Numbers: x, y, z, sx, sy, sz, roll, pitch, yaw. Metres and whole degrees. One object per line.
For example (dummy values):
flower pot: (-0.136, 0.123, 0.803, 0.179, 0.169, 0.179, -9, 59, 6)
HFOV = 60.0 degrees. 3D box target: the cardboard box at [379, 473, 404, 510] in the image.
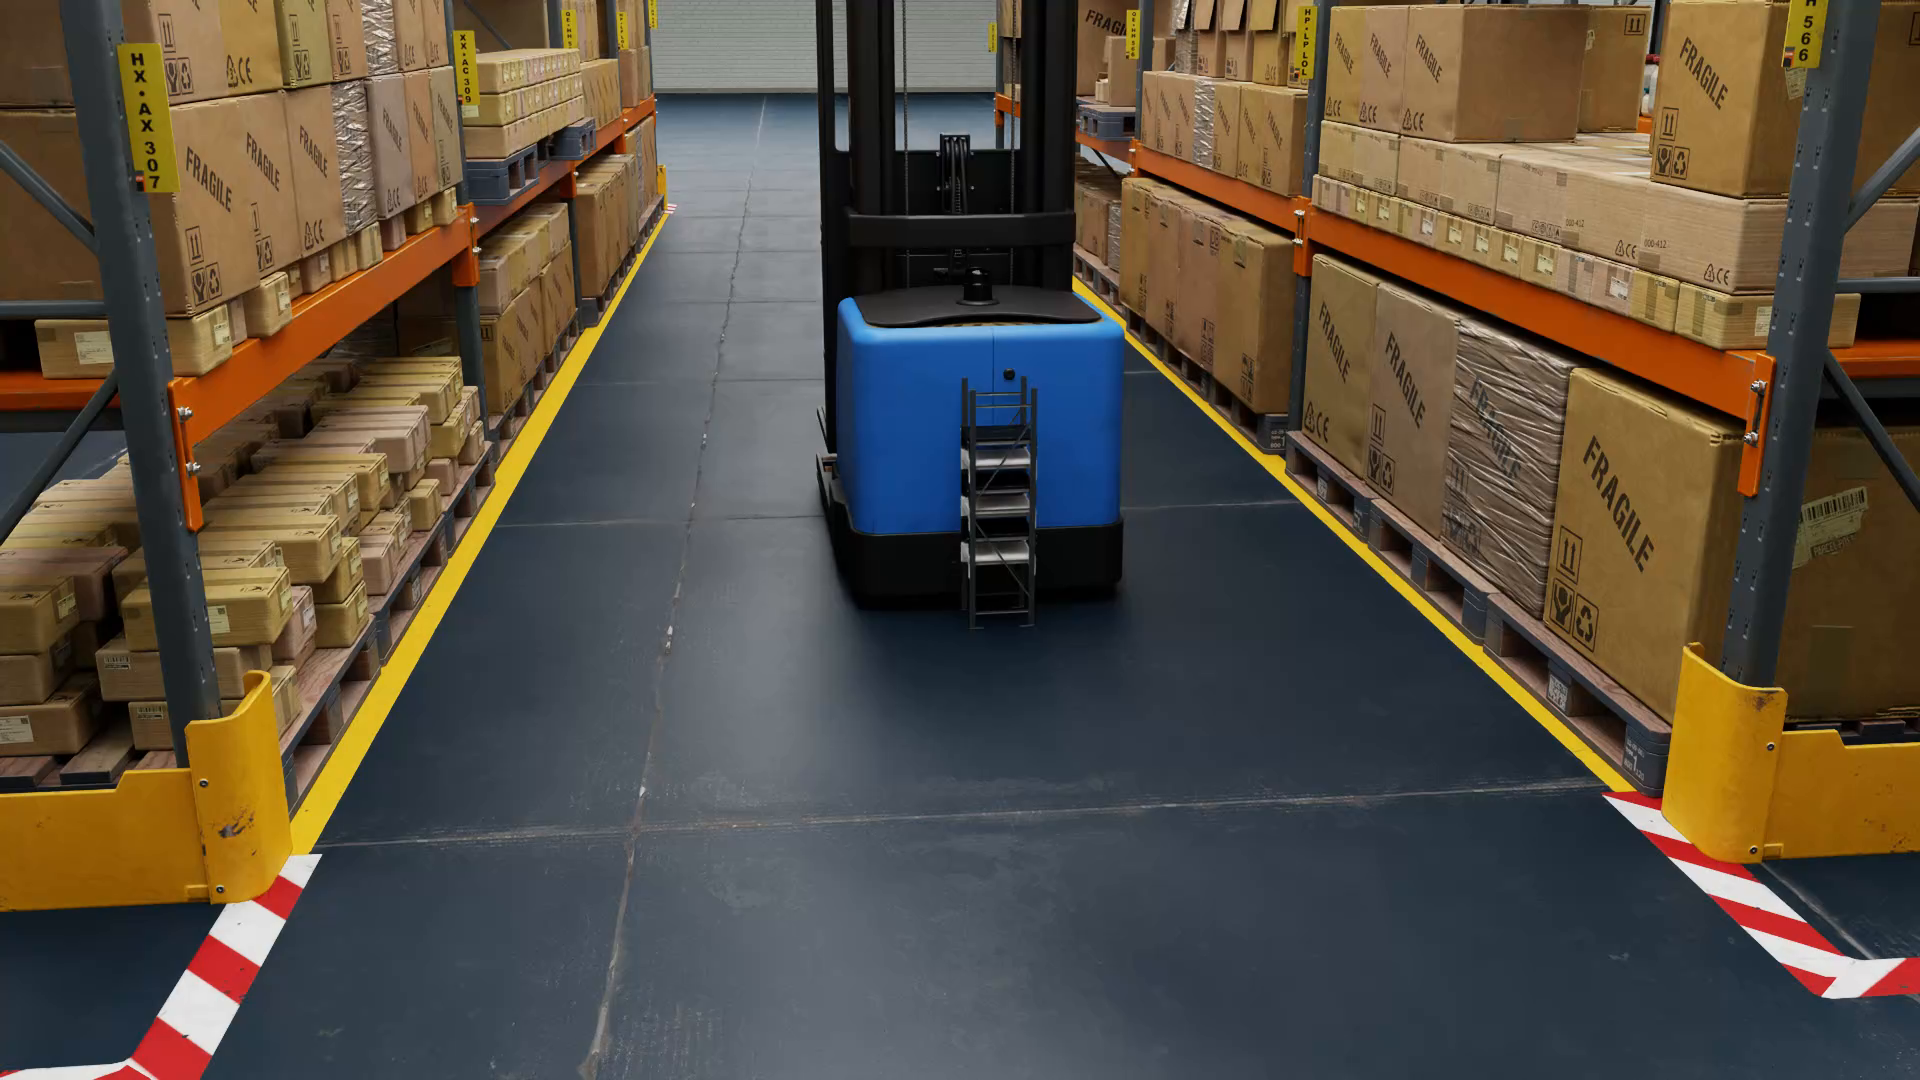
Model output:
cardboard box: (-2.368, -0.216, 6.419, 0.380, 0.149, 0.250, -3, 18, -8)

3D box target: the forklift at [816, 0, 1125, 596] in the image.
forklift: (-0.088, -1.585, 7.334, 1.130, 2.935, 3.031, -2, 18, -8)

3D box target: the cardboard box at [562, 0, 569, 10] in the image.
cardboard box: (-3.341, -3.865, 12.644, 0.700, 0.500, 0.500, -2, 18, -6)

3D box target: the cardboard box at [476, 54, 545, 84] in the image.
cardboard box: (-2.501, -2.592, 9.151, 0.380, 0.149, 0.250, -1, 17, -4)

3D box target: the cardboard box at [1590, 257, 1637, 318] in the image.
cardboard box: (2.155, -0.771, 5.045, 0.380, 0.149, 0.250, -2, 18, -6)

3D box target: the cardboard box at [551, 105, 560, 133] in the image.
cardboard box: (-2.561, -2.468, 9.750, 0.380, 0.149, 0.250, -1, 17, -4)

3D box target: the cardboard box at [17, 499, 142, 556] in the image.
cardboard box: (-2.763, -0.022, 5.305, 0.380, 0.149, 0.250, -2, 18, -8)

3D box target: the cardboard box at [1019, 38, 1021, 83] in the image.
cardboard box: (1.123, -5.289, 18.353, 0.875, 0.500, 0.500, -2, 18, -6)

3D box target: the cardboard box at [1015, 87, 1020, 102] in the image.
cardboard box: (0.773, -4.747, 17.710, 0.380, 0.149, 0.250, -2, 18, -6)

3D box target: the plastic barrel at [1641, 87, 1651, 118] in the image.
plastic barrel: (6.245, -3.906, 14.841, 0.301, 0.262, 0.301, 0, 17, 0)

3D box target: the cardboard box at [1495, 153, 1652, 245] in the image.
cardboard box: (2.154, -1.152, 5.592, 0.500, 0.250, 0.500, -2, 18, -8)

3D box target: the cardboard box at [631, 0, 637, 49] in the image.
cardboard box: (-3.767, -5.275, 16.919, 0.875, 0.550, 0.500, -2, 18, -6)

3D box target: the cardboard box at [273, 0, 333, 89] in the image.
cardboard box: (-2.243, -1.634, 5.040, 0.500, 0.500, 0.500, -2, 18, -7)

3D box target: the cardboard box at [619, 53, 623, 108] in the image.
cardboard box: (-3.738, -4.439, 16.058, 0.875, 0.550, 0.550, -2, 18, -6)

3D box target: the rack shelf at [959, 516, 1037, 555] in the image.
rack shelf: (0.140, -0.017, 6.141, 0.258, 0.077, 0.200, -2, 18, -8)

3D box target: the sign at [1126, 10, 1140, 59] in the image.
sign: (1.209, -3.521, 11.584, 0.100, 0.325, 0.005, -2, 18, -6)

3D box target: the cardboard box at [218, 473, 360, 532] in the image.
cardboard box: (-2.261, -0.122, 5.622, 0.380, 0.149, 0.250, -1, 17, -3)

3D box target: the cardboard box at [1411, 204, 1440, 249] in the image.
cardboard box: (1.994, -1.230, 6.506, 0.380, 0.149, 0.250, -2, 17, -5)

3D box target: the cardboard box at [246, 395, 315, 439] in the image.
cardboard box: (-2.860, -0.491, 6.800, 0.380, 0.149, 0.250, -2, 18, -7)

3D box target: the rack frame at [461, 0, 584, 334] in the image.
rack frame: (-3.196, -2.903, 11.415, 1.000, 3.000, 0.127, -2, 18, -6)

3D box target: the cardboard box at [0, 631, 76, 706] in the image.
cardboard box: (-2.710, 0.350, 4.616, 0.380, 0.149, 0.250, -2, 18, -7)

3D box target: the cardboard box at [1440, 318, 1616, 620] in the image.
cardboard box: (2.333, -0.288, 5.934, 0.875, 0.875, 0.875, -2, 18, -6)

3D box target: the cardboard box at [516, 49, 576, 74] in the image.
cardboard box: (-2.666, -3.060, 10.643, 0.380, 0.149, 0.250, -2, 18, -6)

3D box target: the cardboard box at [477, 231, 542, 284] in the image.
cardboard box: (-2.703, -1.616, 9.535, 0.500, 0.250, 0.500, -1, 17, -4)

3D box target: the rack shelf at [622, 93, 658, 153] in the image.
rack shelf: (-3.815, -4.347, 17.217, 1.077, 0.370, 4.000, -2, 18, -6)

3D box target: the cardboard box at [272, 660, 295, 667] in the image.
cardboard box: (-2.215, 0.399, 4.957, 0.380, 0.149, 0.250, -2, 18, -6)

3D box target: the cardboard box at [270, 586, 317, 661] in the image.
cardboard box: (-2.142, 0.251, 4.931, 0.380, 0.149, 0.250, -2, 18, -6)

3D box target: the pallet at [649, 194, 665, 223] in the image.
pallet: (-3.861, -3.720, 18.674, 1.003, 0.211, 1.213, -2, 18, -6)

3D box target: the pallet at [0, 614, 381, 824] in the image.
pallet: (-2.428, 0.545, 5.088, 1.003, 0.211, 1.213, -2, 18, -6)

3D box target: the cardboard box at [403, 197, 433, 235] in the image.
cardboard box: (-2.418, -1.358, 6.916, 0.380, 0.149, 0.250, -1, 17, -3)

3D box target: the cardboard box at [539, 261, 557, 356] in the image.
cardboard box: (-2.748, -1.411, 10.135, 0.500, 0.500, 0.500, -3, 18, -8)

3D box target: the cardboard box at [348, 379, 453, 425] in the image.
cardboard box: (-2.390, -0.588, 7.108, 0.380, 0.149, 0.250, -2, 18, -6)

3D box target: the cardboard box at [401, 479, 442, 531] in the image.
cardboard box: (-2.298, -0.137, 6.663, 0.380, 0.149, 0.250, -2, 18, -6)

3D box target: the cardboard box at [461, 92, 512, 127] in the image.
cardboard box: (-2.367, -2.065, 7.969, 0.380, 0.149, 0.250, -1, 17, -5)

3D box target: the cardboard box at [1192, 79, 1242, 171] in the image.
cardboard box: (1.688, -2.465, 9.855, 0.500, 0.500, 0.500, -2, 18, -5)

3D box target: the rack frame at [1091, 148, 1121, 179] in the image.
rack frame: (1.335, -4.218, 15.604, 1.000, 3.000, 0.127, -2, 18, -6)

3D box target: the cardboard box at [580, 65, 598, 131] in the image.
cardboard box: (-3.081, -3.394, 12.814, 0.500, 0.500, 0.500, -2, 18, -6)

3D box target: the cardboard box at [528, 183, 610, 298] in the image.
cardboard box: (-3.170, -2.214, 12.276, 1.050, 0.750, 0.750, -2, 18, -6)

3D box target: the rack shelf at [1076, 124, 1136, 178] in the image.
rack shelf: (1.541, -3.279, 13.813, 1.077, 0.370, 4.000, -2, 18, -6)

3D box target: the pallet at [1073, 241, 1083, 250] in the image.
pallet: (1.417, -2.655, 15.283, 1.003, 0.211, 1.213, -2, 18, -6)

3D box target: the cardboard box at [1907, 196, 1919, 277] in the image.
cardboard box: (2.792, -0.864, 4.676, 0.500, 0.250, 0.500, -2, 18, -7)

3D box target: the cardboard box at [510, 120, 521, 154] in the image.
cardboard box: (-2.401, -2.006, 8.276, 0.380, 0.149, 0.250, -2, 17, -5)

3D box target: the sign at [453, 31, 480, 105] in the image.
sign: (-2.245, -2.143, 7.550, 0.100, 0.325, 0.005, -2, 18, -6)

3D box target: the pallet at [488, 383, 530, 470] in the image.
pallet: (-2.866, -0.613, 8.776, 1.003, 0.211, 1.213, -2, 18, -6)

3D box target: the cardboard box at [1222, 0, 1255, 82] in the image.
cardboard box: (1.947, -2.940, 9.692, 0.797, 0.503, 0.637, -1, 17, -4)

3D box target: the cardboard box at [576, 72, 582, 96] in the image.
cardboard box: (-2.693, -2.992, 10.922, 0.380, 0.149, 0.250, -1, 17, -5)

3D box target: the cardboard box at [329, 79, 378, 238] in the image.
cardboard box: (-2.320, -1.308, 5.672, 0.500, 0.500, 0.500, -2, 18, -7)

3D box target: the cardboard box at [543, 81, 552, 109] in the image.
cardboard box: (-2.530, -2.531, 9.453, 0.380, 0.149, 0.250, -2, 18, -7)

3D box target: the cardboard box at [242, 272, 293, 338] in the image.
cardboard box: (-2.121, -0.662, 4.699, 0.380, 0.149, 0.250, -2, 18, -7)

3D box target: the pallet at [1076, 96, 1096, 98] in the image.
pallet: (1.269, -3.894, 14.893, 1.003, 0.211, 1.213, -2, 18, -6)

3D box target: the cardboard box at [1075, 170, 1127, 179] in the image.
cardboard box: (1.334, -3.346, 16.299, 0.500, 0.500, 0.500, -2, 18, -7)

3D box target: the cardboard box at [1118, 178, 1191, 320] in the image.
cardboard box: (1.798, -2.006, 11.406, 1.225, 0.875, 0.875, -3, 18, -8)

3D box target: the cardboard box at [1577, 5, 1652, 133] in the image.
cardboard box: (2.521, -1.984, 6.991, 0.500, 0.500, 0.500, -2, 18, -5)

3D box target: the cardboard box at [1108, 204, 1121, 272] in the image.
cardboard box: (1.589, -2.407, 13.275, 0.700, 0.500, 0.500, -3, 18, -10)

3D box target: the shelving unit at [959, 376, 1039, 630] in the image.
shelving unit: (0.140, -0.135, 6.104, 0.258, 0.900, 0.210, -2, 18, -8)
